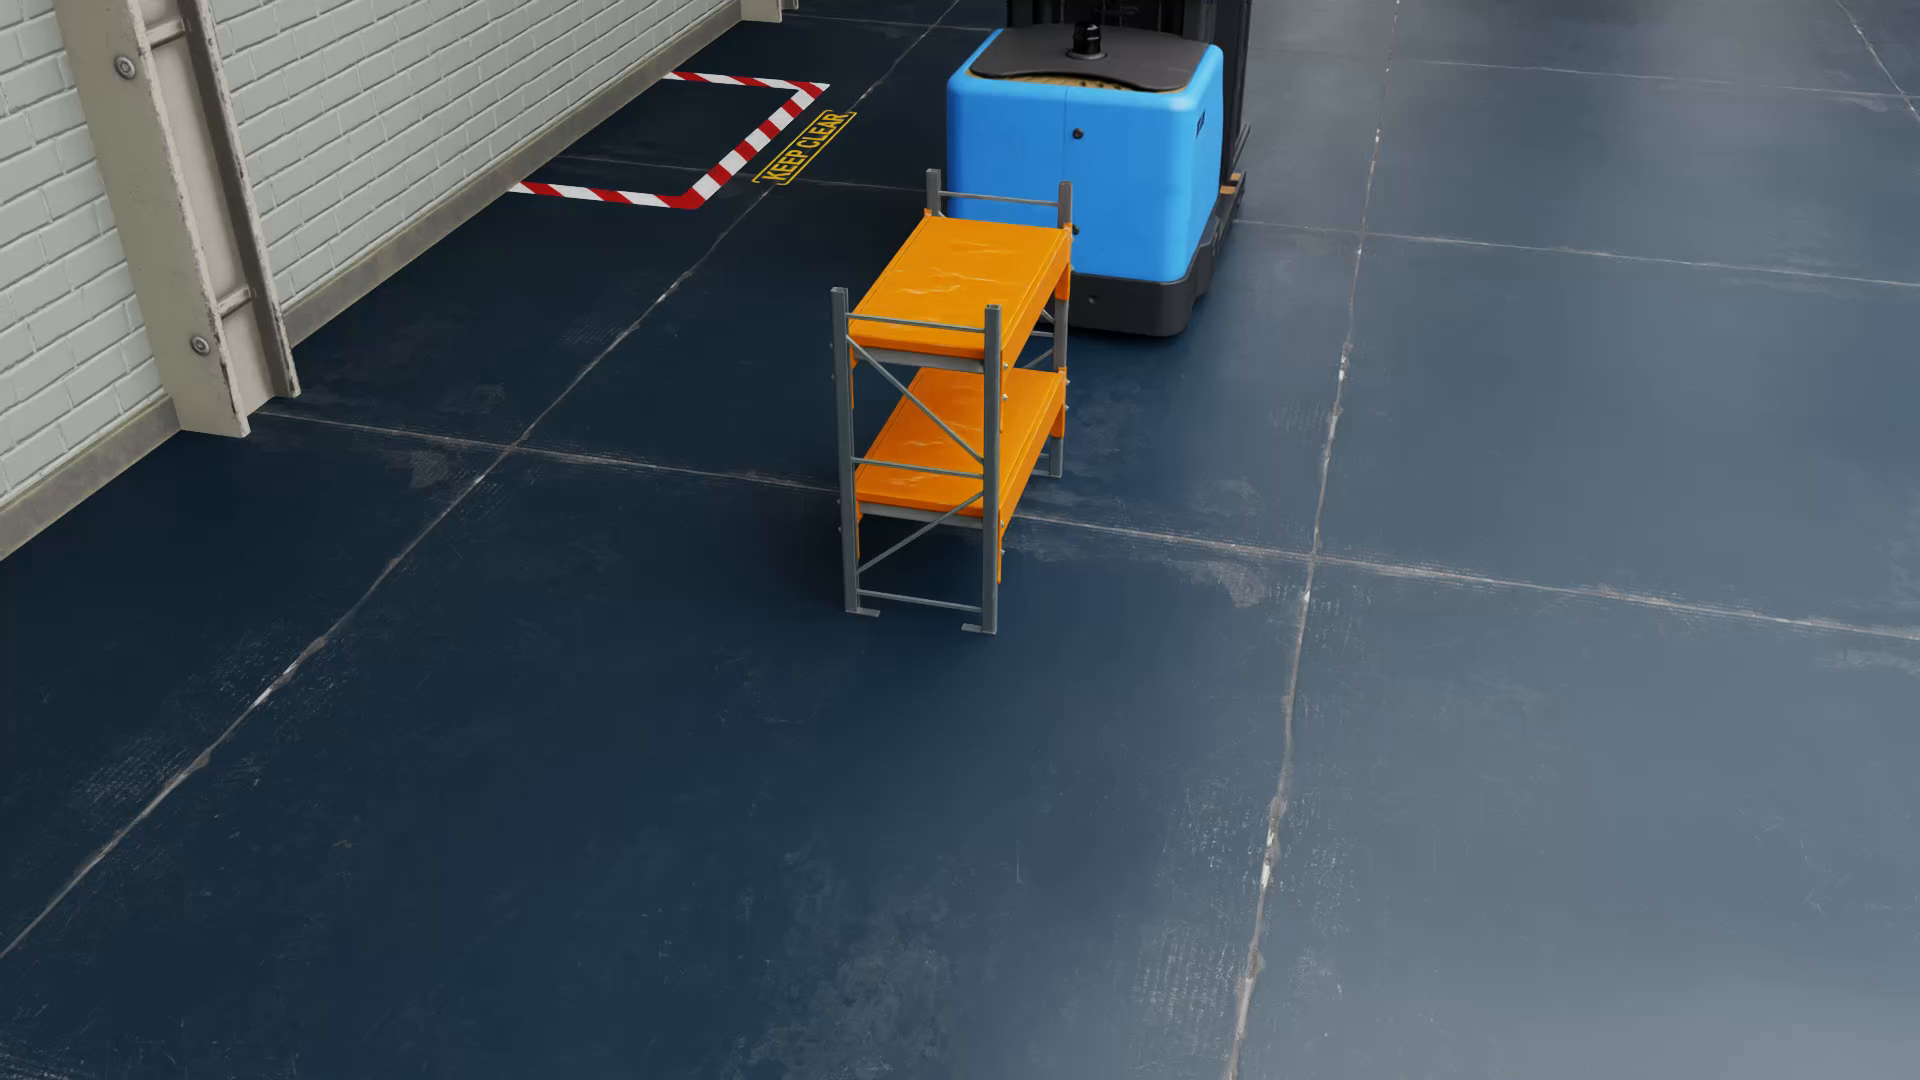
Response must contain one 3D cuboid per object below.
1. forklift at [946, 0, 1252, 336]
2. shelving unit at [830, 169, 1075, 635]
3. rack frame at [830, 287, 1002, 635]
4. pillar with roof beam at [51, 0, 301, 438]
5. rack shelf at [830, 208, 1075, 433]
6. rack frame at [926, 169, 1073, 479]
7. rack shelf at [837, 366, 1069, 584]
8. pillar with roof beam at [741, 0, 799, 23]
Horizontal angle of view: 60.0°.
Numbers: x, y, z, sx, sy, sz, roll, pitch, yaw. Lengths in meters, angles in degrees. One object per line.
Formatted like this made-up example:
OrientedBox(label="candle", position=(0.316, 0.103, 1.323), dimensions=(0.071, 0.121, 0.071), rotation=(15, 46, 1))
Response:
OrientedBox(label="forklift", position=(0.818, -2.872, 7.536), dimensions=(1.130, 2.935, 3.031), rotation=(9, 33, 13))
OrientedBox(label="shelving unit", position=(0.002, -0.478, 5.454), dimensions=(0.538, 1.125, 1.048), rotation=(8, 33, 12))
OrientedBox(label="rack frame", position=(-0.127, -0.214, 5.039), dimensions=(0.500, 1.125, 0.032), rotation=(8, 33, 12))
OrientedBox(label="pillar with roof beam", position=(1.320, -3.726, 3.223), dimensions=(9.100, 9.000, 0.400), rotation=(8, 33, 12))
OrientedBox(label="rack shelf", position=(0.002, -0.725, 5.297), dimensions=(0.538, 0.278, 1.000), rotation=(8, 33, 12))
OrientedBox(label="rack frame", position=(0.131, -0.742, 5.869), dimensions=(0.500, 1.125, 0.032), rotation=(8, 33, 12))
OrientedBox(label="rack shelf", position=(0.002, -0.272, 5.585), dimensions=(0.538, 0.278, 1.000), rotation=(8, 33, 12))
OrientedBox(label="pillar with roof beam", position=(2.842, -6.839, 8.120), dimensions=(9.100, 9.000, 0.400), rotation=(8, 33, 12))
